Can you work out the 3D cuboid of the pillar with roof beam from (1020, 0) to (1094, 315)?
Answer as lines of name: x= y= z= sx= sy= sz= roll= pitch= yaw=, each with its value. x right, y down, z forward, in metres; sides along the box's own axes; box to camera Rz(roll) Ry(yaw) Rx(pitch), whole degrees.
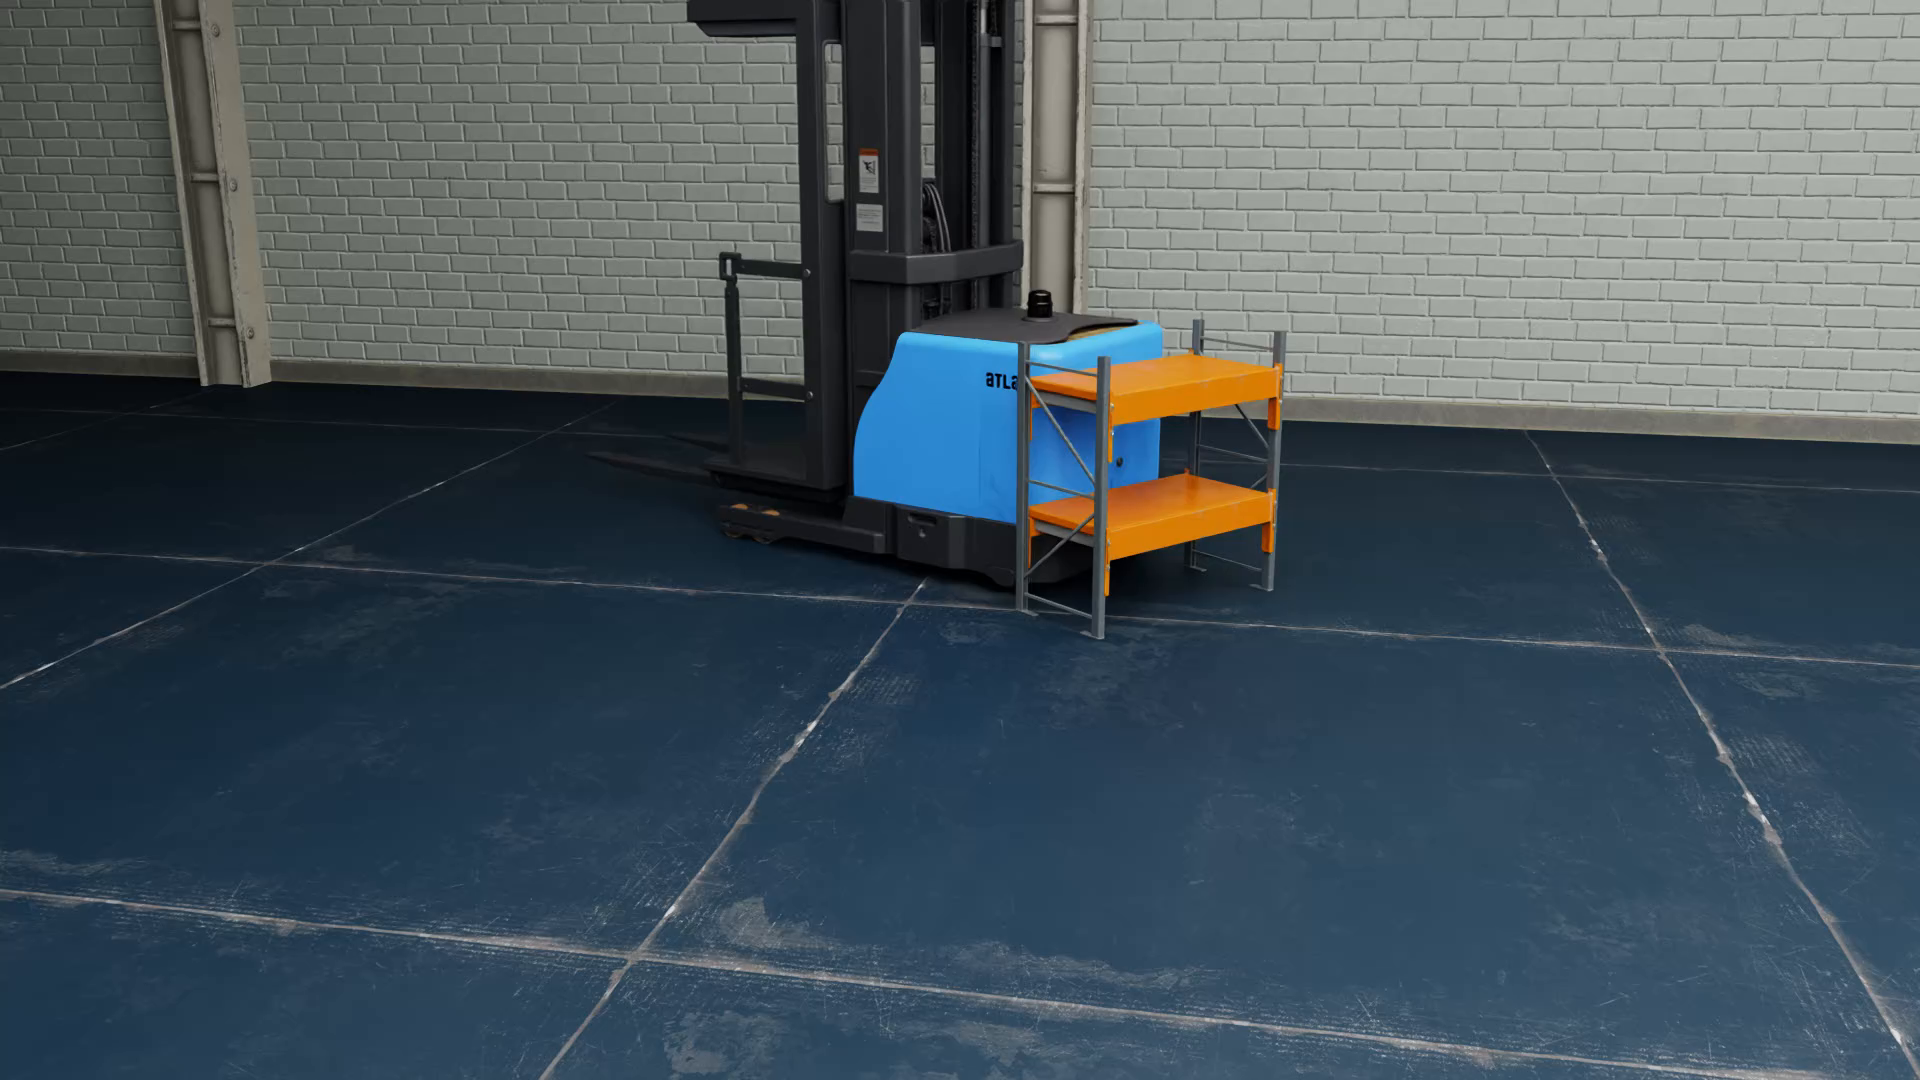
pillar with roof beam: x=-0.247 y=-4.037 z=5.708 sx=0.400 sy=9.000 sz=9.100 roll=3 pitch=16 yaw=11

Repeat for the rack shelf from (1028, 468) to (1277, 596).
rack shelf: x=0.794 y=-0.050 z=6.982 sx=1.000 sy=0.278 sz=0.538 roll=-12 pitch=20 yaw=-38

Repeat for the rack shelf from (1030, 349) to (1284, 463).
rack shelf: x=0.794 y=-0.568 z=6.839 sx=1.000 sy=0.278 sz=0.538 roll=-12 pitch=20 yaw=-38

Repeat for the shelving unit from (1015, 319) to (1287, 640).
shelving unit: x=0.794 y=-0.286 z=6.917 sx=1.048 sy=1.125 sz=0.538 roll=-12 pitch=20 yaw=-38

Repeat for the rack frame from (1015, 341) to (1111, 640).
rack frame: x=0.401 y=-0.200 z=6.606 sx=0.032 sy=1.125 sz=0.500 roll=-12 pitch=20 yaw=-38

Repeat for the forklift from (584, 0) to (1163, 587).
forklift: x=-0.561 y=-1.495 z=7.898 sx=3.031 sy=2.935 sz=1.130 roll=11 pitch=19 yaw=34

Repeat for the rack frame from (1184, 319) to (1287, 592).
rack frame: x=1.186 y=-0.372 z=7.228 sx=0.032 sy=1.125 sz=0.500 roll=-12 pitch=20 yaw=-38

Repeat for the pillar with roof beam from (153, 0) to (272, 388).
pillar with roof beam: x=-6.126 y=-4.356 z=6.860 sx=0.400 sy=9.000 sz=9.100 roll=3 pitch=16 yaw=11
